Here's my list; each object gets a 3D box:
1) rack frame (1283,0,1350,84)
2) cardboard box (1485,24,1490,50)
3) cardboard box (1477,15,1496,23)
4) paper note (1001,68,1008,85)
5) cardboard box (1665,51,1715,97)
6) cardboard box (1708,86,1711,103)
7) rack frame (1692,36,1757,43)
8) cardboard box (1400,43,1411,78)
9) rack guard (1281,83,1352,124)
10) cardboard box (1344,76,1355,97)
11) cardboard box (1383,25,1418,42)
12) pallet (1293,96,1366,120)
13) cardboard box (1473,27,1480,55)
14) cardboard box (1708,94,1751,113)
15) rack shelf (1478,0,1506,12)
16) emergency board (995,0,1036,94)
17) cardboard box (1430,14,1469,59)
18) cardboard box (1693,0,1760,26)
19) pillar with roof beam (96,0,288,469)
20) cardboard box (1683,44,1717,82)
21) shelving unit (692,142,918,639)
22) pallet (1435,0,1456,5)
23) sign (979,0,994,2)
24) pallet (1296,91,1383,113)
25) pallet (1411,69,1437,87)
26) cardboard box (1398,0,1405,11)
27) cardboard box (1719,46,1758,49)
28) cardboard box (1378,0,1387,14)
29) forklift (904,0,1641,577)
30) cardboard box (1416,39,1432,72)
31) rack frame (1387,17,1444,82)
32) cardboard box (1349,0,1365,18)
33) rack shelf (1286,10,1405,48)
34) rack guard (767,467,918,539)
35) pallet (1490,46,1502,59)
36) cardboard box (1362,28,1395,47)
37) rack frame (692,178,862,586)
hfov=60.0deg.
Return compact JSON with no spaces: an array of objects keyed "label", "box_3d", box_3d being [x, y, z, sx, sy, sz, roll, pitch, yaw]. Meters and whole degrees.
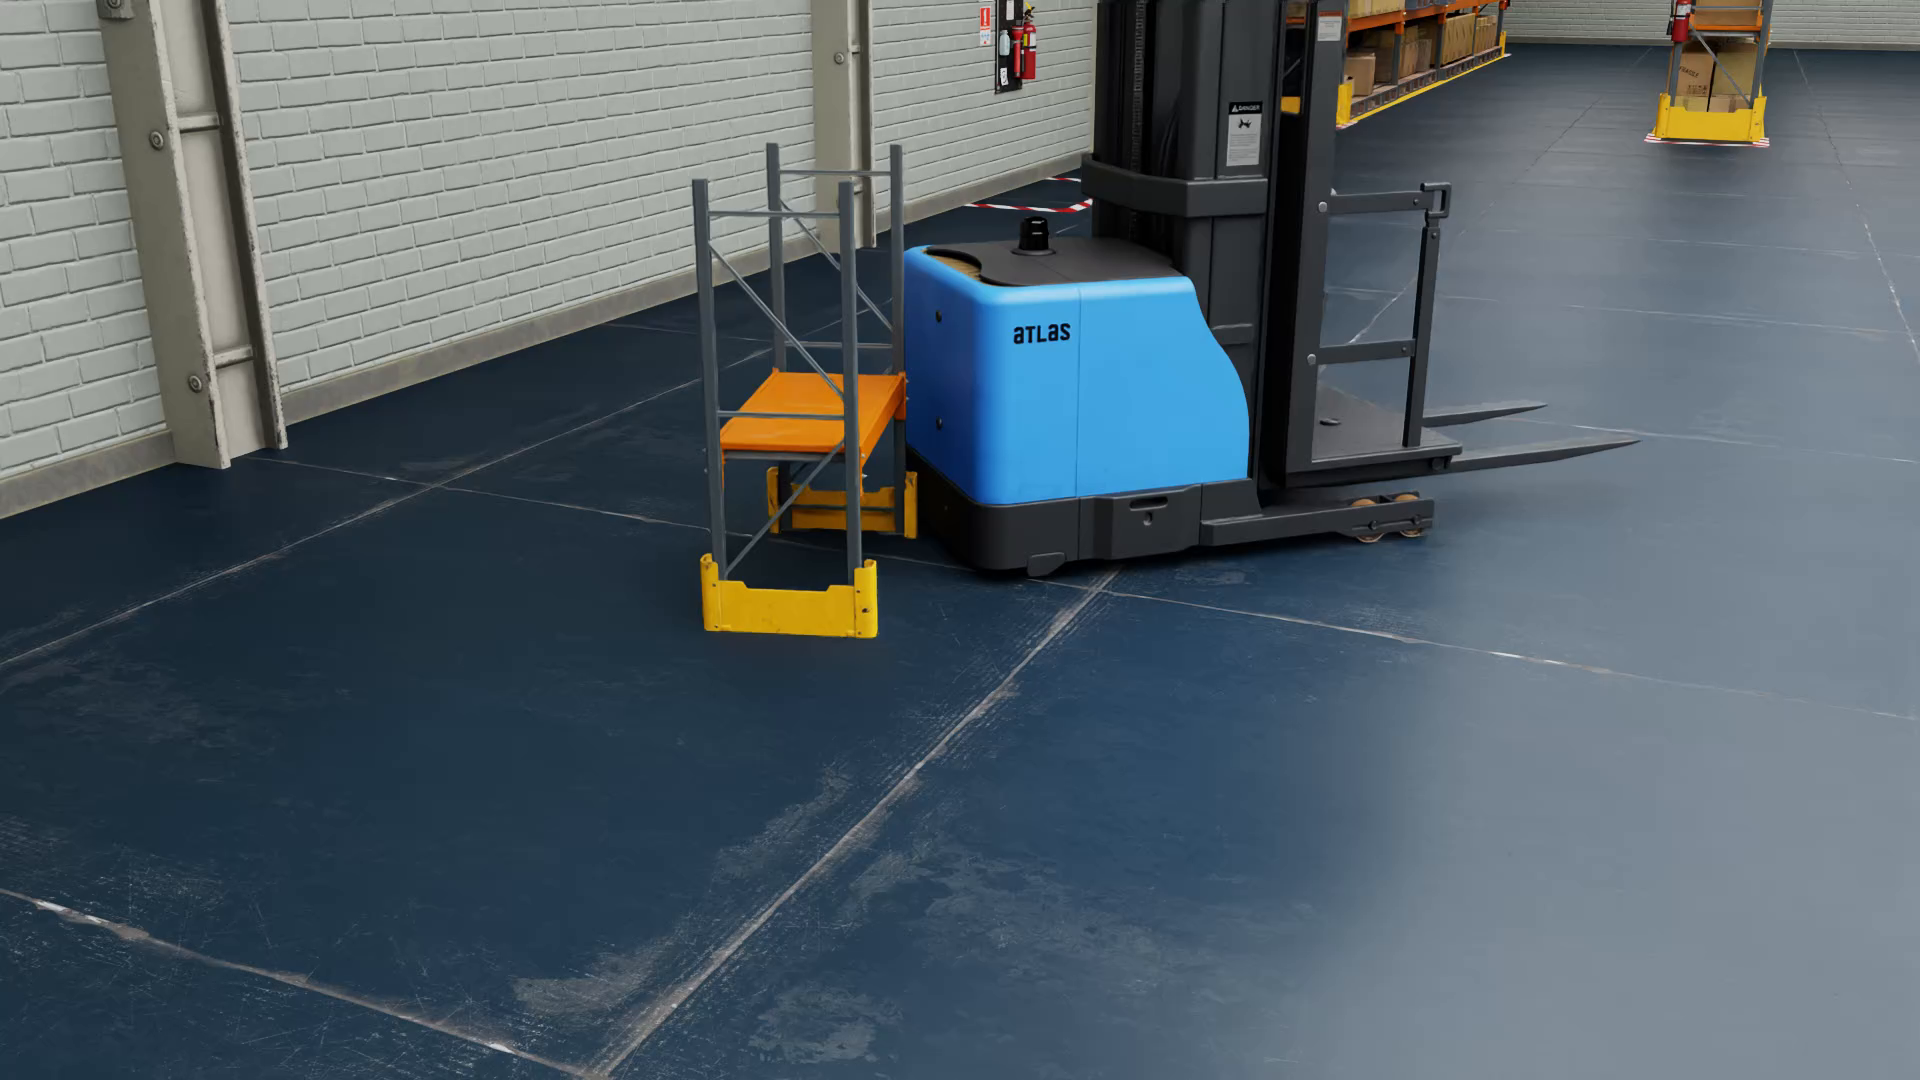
[{"label":"rack frame","box_3d":[4.552,-6.977,21.612,1.000,3.000,0.127,9,21,23]},{"label":"cardboard box","box_3d":[10.498,-10.354,34.210,0.700,0.500,0.500,8,21,21]},{"label":"cardboard box","box_3d":[10.918,-10.824,34.564,0.380,0.149,0.250,9,22,24]},{"label":"paper note","box_3d":[0.410,-4.266,15.302,0.016,0.148,0.142,9,21,23]},{"label":"cardboard box","box_3d":[9.021,-5.759,20.544,0.500,0.500,0.500,9,21,23]},{"label":"cardboard box","box_3d":[9.626,-5.866,21.963,0.500,0.250,0.500,9,21,23]},{"label":"rack frame","box_3d":[12.348,-8.744,26.580,1.000,3.000,0.127,9,21,23]},{"label":"cardboard box","box_3d":[6.887,-7.772,26.921,0.700,0.500,0.500,9,21,23]},{"label":"rack guard","box_3d":[4.583,-5.823,22.096,1.175,0.500,0.348,9,21,23]},{"label":"cardboard box","box_3d":[5.150,-6.291,23.038,0.500,0.311,0.500,11,22,27]},{"label":"cardboard box","box_3d":[7.290,-8.413,27.603,0.500,0.250,0.500,9,21,24]},{"label":"pallet","box_3d":[4.948,-5.930,22.829,1.003,0.211,1.213,9,21,23]},{"label":"cardboard box","box_3d":[9.865,-9.880,32.878,0.700,0.500,0.500,9,21,23]},{"label":"cardboard box","box_3d":[9.495,-5.335,20.469,0.500,0.250,0.500,9,21,23]},{"label":"rack shelf","box_3d":[10.285,-10.918,33.766,1.077,0.370,4.000,9,21,23]},{"label":"emergency board","box_3d":[0.545,-4.726,15.280,0.194,1.169,0.643,9,21,23]},{"label":"cardboard box","box_3d":[8.957,-9.342,30.842,0.750,0.750,0.750,9,22,24]},{"label":"cardboard box","box_3d":[9.275,-6.487,20.083,0.700,0.500,0.500,9,21,23]},{"label":"pillar with roof beam","box_3d":[0.606,-4.043,4.409,9.100,9.000,0.400,9,21,23]},{"label":"cardboard box","box_3d":[9.826,-6.373,22.269,0.500,0.500,0.500,9,21,23]},{"label":"shelving unit","box_3d":[-0.515,-0.568,5.827,0.587,1.500,1.083,2,20,6]},{"label":"pallet","box_3d":[7.633,-9.100,27.867,1.213,0.211,1.003,9,21,23]},{"label":"sign","box_3d":[0.235,-4.837,14.750,0.001,0.109,0.331,9,21,23]},{"label":"pallet","box_3d":[5.449,-6.302,23.874,1.003,0.211,1.213,9,21,23]},{"label":"pallet","box_3d":[7.506,-7.870,28.284,1.003,0.211,1.213,9,21,23]},{"label":"cardboard box","box_3d":[6.272,-7.952,24.548,0.500,0.250,0.500,9,21,23]},{"label":"cardboard box","box_3d":[10.112,-6.146,21.632,0.500,0.500,0.500,9,21,23]},{"label":"cardboard box","box_3d":[5.664,-7.492,23.251,0.500,0.250,0.500,9,21,23]},{"label":"forklift","box_3d":[1.326,-1.529,6.394,3.031,2.935,1.130,-7,21,-18]},{"label":"cardboard box","box_3d":[7.580,-8.225,28.194,0.700,0.500,0.500,9,21,23]},{"label":"rack frame","box_3d":[7.828,-9.423,28.488,1.000,3.000,0.127,9,21,23]},{"label":"cardboard box","box_3d":[5.041,-7.022,21.930,0.500,0.250,0.500,8,21,21]},{"label":"rack shelf","box_3d":[5.371,-7.250,23.451,1.077,0.370,4.000,9,21,23]},{"label":"rack guard","box_3d":[-0.458,-0.145,6.502,0.587,0.250,0.087,2,20,6]},{"label":"pallet","box_3d":[10.847,-10.299,35.115,1.003,0.211,1.213,9,21,23]},{"label":"cardboard box","box_3d":[6.653,-7.945,26.288,0.500,0.250,0.500,8,21,22]},{"label":"rack frame","box_3d":[-0.574,-0.395,5.342,0.500,1.500,0.032,2,20,6]}]
